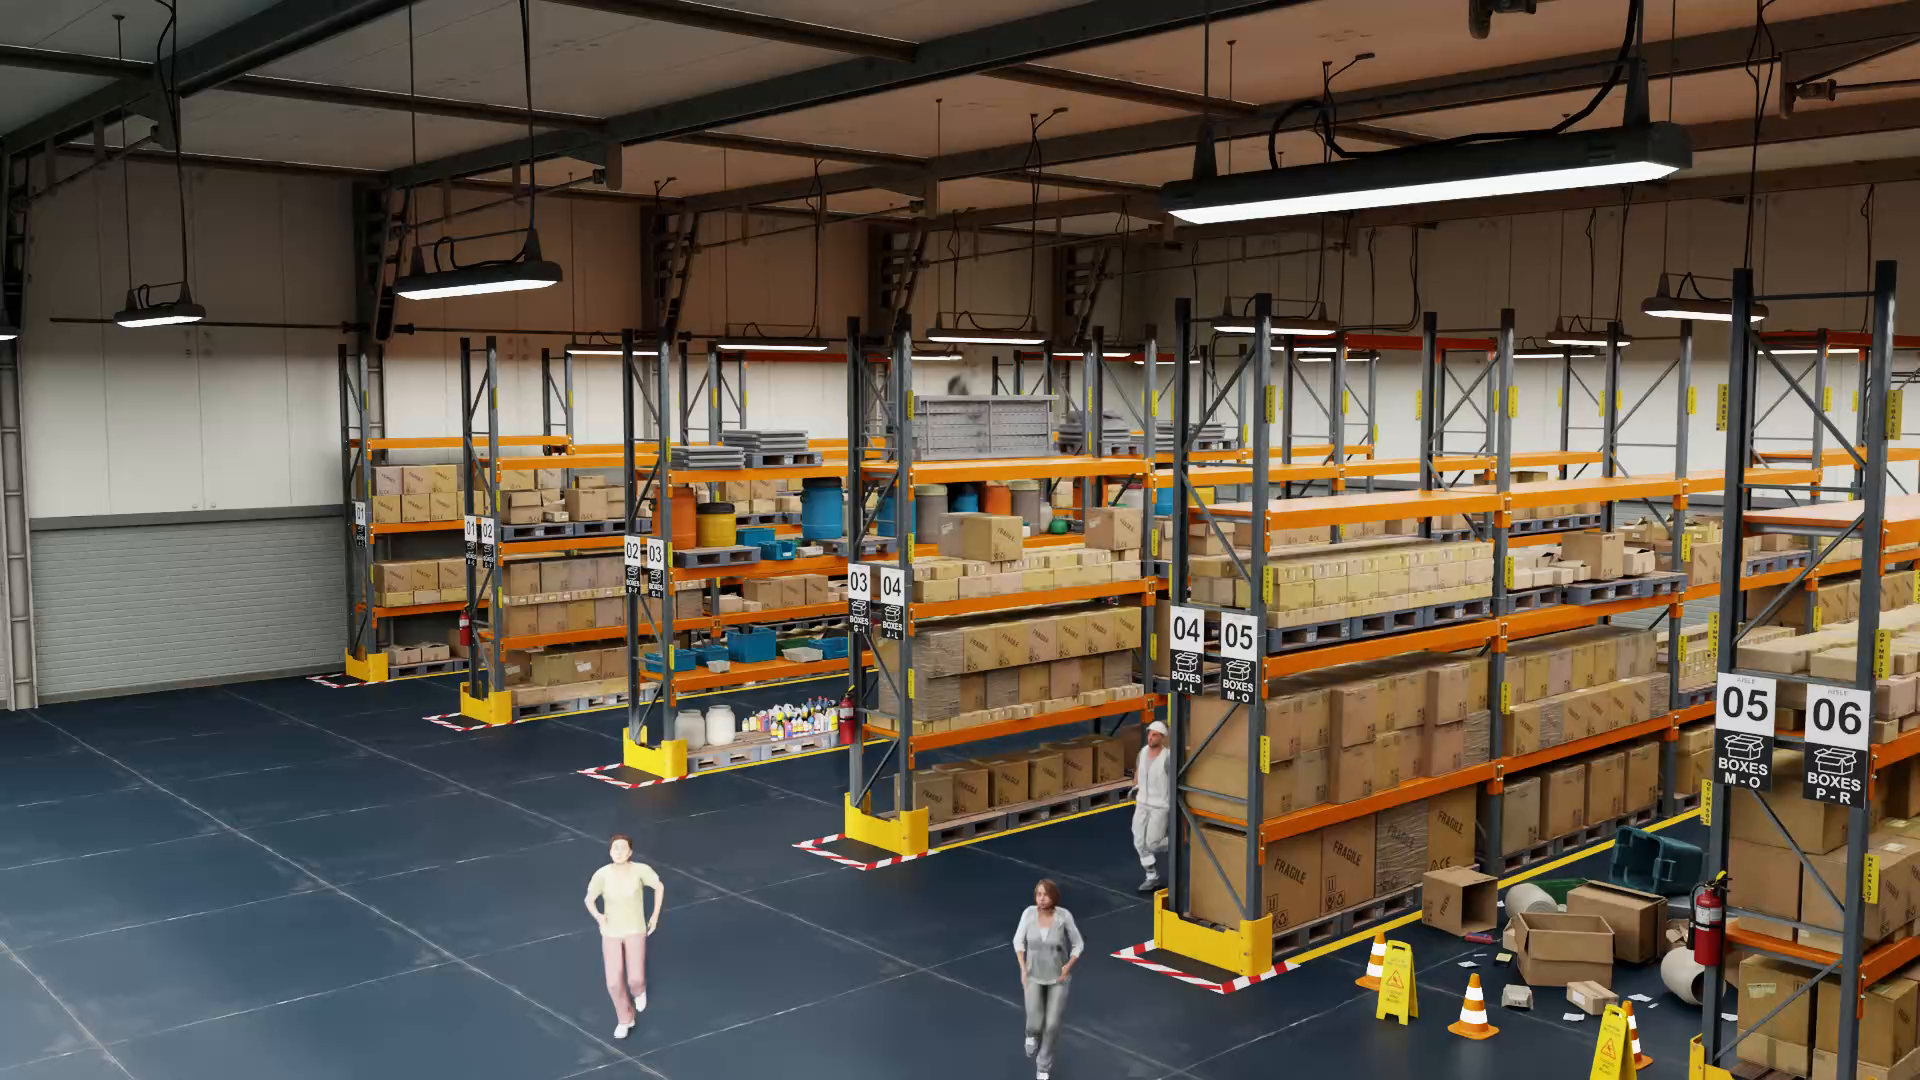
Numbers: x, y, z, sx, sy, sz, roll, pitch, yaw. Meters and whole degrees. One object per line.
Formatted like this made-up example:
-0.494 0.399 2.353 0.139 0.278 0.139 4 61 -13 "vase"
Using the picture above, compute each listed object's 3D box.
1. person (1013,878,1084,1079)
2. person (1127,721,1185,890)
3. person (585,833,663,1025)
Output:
0.658 3.287 12.425 0.531 1.572 0.583 1 5 7 "person"
2.063 2.750 17.362 0.656 1.745 0.615 5 7 42 "person"
-2.696 3.131 13.324 0.617 1.573 0.503 -1 5 -6 "person"
